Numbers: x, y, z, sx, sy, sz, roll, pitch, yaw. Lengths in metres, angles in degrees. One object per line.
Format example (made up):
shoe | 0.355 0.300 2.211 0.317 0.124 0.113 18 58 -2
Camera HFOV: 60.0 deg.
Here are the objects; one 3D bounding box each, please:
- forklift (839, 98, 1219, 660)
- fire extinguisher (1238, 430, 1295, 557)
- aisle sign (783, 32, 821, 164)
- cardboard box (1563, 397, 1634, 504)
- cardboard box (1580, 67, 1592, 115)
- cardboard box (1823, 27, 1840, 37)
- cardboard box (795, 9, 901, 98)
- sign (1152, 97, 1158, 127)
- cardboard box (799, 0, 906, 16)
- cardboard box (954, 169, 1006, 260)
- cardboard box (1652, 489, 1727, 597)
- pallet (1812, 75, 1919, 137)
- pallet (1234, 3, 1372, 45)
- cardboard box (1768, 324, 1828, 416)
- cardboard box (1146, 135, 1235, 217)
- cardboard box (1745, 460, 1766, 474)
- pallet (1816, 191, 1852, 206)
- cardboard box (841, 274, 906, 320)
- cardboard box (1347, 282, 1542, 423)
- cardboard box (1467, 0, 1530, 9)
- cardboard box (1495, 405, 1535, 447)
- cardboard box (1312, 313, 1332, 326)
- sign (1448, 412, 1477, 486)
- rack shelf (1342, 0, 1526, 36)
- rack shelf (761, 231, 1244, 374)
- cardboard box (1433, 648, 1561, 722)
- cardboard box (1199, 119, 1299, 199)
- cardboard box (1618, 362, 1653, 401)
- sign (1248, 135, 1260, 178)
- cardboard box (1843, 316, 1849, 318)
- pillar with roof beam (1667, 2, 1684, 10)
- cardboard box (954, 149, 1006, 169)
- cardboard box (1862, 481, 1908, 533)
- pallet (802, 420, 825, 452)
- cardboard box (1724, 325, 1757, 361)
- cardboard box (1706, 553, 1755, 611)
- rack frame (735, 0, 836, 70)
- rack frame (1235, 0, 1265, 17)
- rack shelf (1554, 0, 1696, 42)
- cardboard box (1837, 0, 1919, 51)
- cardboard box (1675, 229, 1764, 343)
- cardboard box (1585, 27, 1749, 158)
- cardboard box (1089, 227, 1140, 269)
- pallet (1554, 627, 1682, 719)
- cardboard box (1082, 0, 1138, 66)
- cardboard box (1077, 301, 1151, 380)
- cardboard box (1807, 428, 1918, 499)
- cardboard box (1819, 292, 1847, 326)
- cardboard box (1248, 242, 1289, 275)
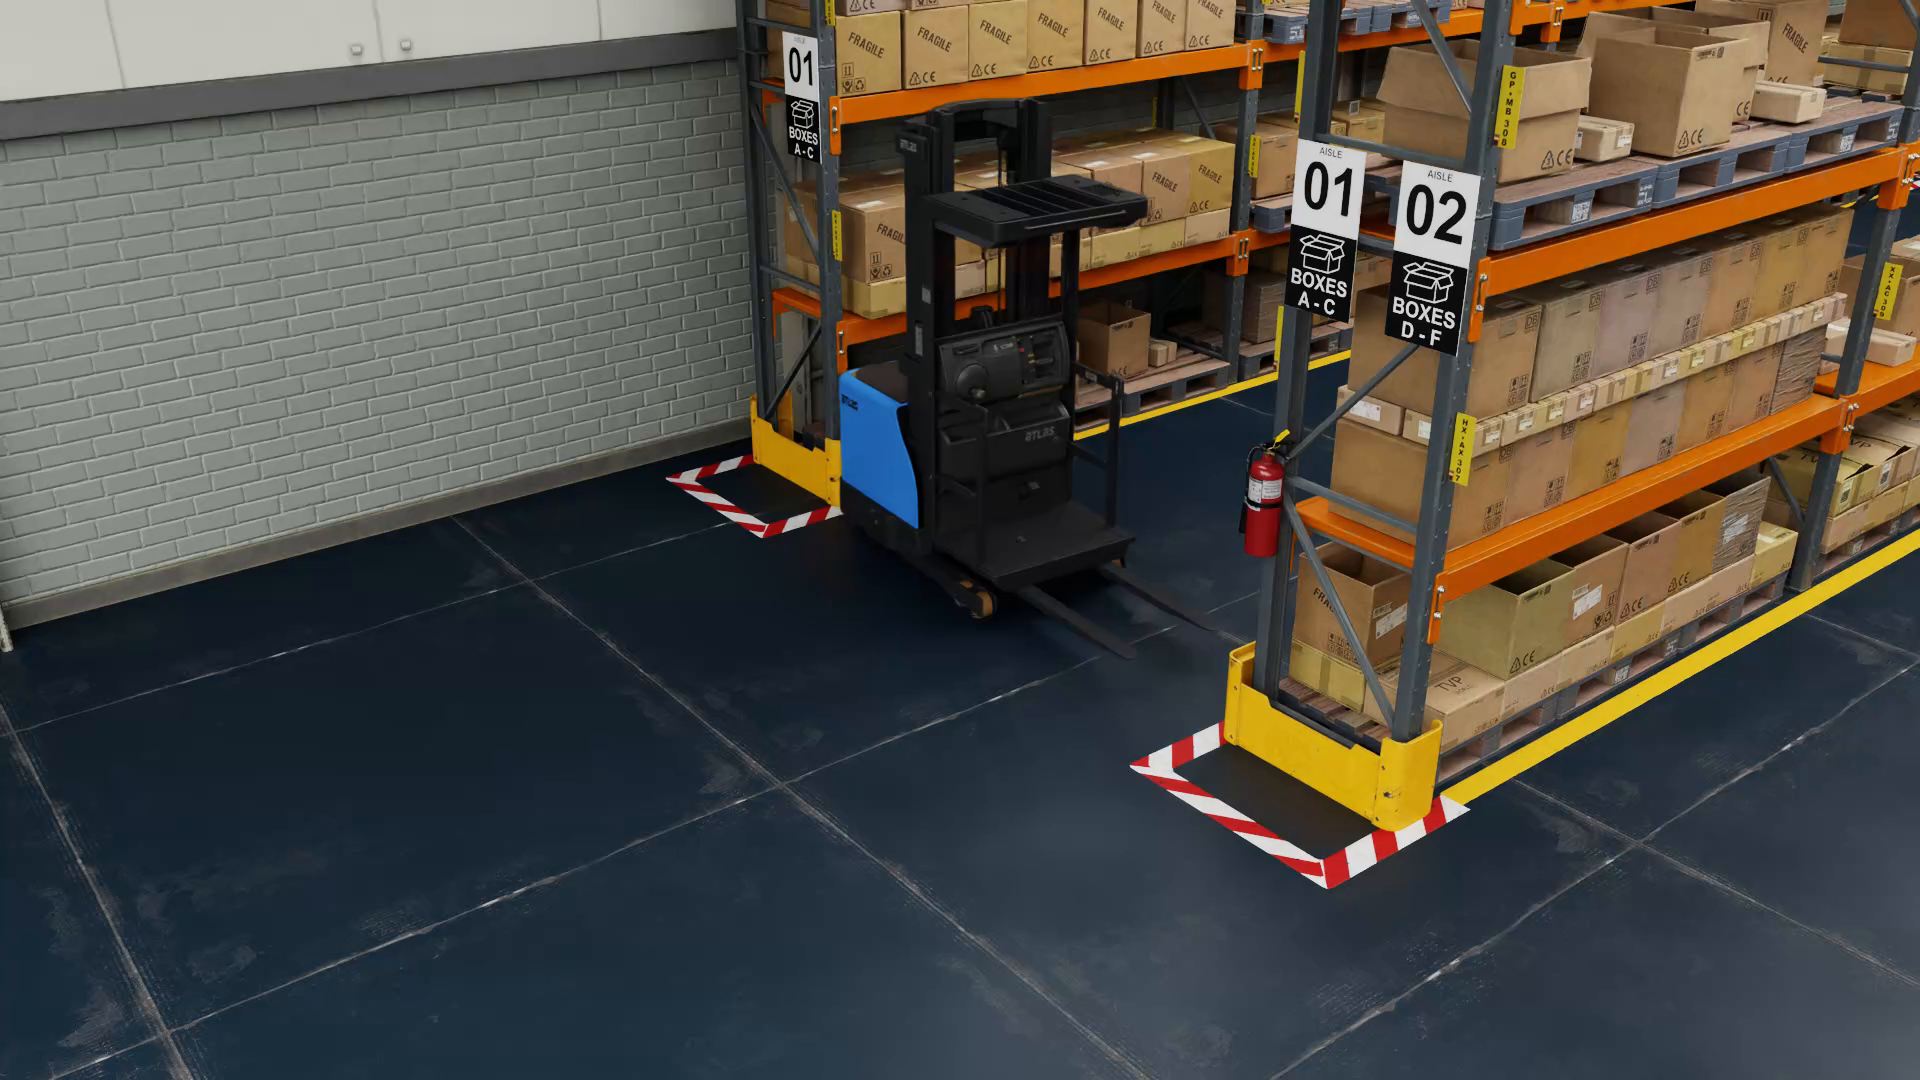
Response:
forklift | 0.396 -1.074 10.082 1.130 2.935 3.031 -15 29 -30
fire extinguisher | 1.529 -0.250 8.317 0.183 0.674 0.296 -18 31 -34
aisle sign | -1.023 -2.863 10.768 0.004 0.787 0.394 -18 31 -34
cardboard box | 3.088 -0.589 8.838 0.500 0.500 0.700 -18 30 -34
cardboard box | 3.090 -2.267 8.449 0.500 0.311 0.500 -14 28 -28
cardboard box | 9.873 -5.571 19.334 0.700 0.700 0.980 -20 32 -36
cardboard box | -0.734 -3.221 10.921 0.500 0.500 0.500 -17 30 -33
sign | 1.651 -3.549 13.959 0.005 0.325 0.100 -18 31 -34
cardboard box | -0.698 -3.690 10.744 0.500 0.500 0.500 -21 32 -38
cardboard box | 0.216 -2.365 12.046 0.500 0.500 0.500 -19 31 -36
cardboard box | 4.034 -0.034 9.637 0.500 0.500 0.500 -18 31 -34
pallet | 5.742 -2.708 10.186 1.217 0.209 0.805 -20 31 -36
pallet | 2.548 -4.241 13.486 1.003 0.211 1.213 -18 31 -34
cardboard box | 4.711 -1.129 10.000 0.500 0.500 0.700 -19 31 -35
cardboard box | 1.815 -2.897 13.192 0.500 0.500 0.500 -18 31 -34
cardboard box | 5.198 -0.599 11.078 0.500 0.311 0.500 -18 31 -34
pallet | 9.899 -4.144 19.929 1.213 0.211 1.003 -18 31 -34
cardboard box | -0.571 -1.764 11.643 0.500 0.250 0.500 -19 31 -35
cardboard box | 2.326 -0.926 8.023 0.500 0.500 0.700 -18 30 -34
cardboard box | 4.744 -4.933 14.834 0.500 0.311 0.500 -18 31 -34
cardboard box | 2.556 -0.601 8.094 0.250 0.149 0.380 -19 31 -35
cardboard box | 2.941 -2.254 14.991 0.500 0.500 0.700 -19 31 -35
sign | 2.246 -0.405 7.437 0.005 0.325 0.100 -18 31 -34
rack shelf | 3.482 -2.895 8.128 4.000 0.370 1.077 -18 31 -34
rack shelf | 0.423 -1.995 12.840 4.000 0.370 1.077 -18 31 -34
cardboard box | 2.859 0.698 8.950 0.500 0.250 0.500 -18 31 -34
cardboard box | 2.418 -3.207 13.955 0.500 0.500 0.700 -18 30 -34
cardboard box | 3.363 -0.867 8.666 0.250 0.149 0.380 -19 31 -35
sign | 2.337 -3.056 13.243 0.005 0.325 0.100 -18 31 -34
cardboard box | 5.635 -1.429 10.926 0.258 0.266 0.396 -19 31 -35
pillar with roof beam | 10.965 -6.683 14.959 0.400 9.000 9.100 -18 31 -34
cardboard box | 0.291 -2.670 12.703 0.500 0.500 0.500 -18 30 -33
cardboard box | 5.930 -0.299 11.099 0.500 0.250 0.500 -17 30 -33
pallet | -0.430 -0.756 12.628 1.213 0.211 1.003 -18 31 -34
cardboard box | 4.173 -1.135 9.243 0.250 0.149 0.380 -18 31 -34
cardboard box | 4.427 0.175 10.076 0.500 0.250 0.500 -18 31 -34
rack frame | -1.151 -4.523 10.306 0.127 3.000 1.000 -18 31 -34
rack frame | 1.997 -5.562 12.545 0.127 3.000 1.000 -18 31 -34
rack shelf | 6.718 -5.434 16.686 4.000 0.370 1.077 -18 31 -34
cardboard box | 5.566 -3.171 9.745 0.500 0.500 0.500 -18 30 -33
cardboard box | 3.920 -1.456 9.164 0.500 0.500 0.700 -18 31 -34
cardboard box | 3.384 -2.163 8.000 0.500 0.500 0.500 -18 31 -34
cardboard box | 1.027 -2.296 12.789 0.500 0.250 0.500 -18 31 -34
pallet | 3.444 0.575 9.759 1.213 0.211 1.003 -18 31 -34
cardboard box | 0.933 -3.759 12.081 0.500 0.500 0.500 -20 31 -36
cardboard box | 1.205 -1.624 13.632 0.500 0.500 0.500 -21 32 -38
cardboard box | 5.932 -0.552 10.977 0.500 0.311 0.500 -19 31 -35
cardboard box | 4.974 -1.399 9.812 0.250 0.149 0.380 -18 31 -34
cardboard box | 2.910 -2.559 14.757 0.500 0.250 0.500 -19 31 -35
